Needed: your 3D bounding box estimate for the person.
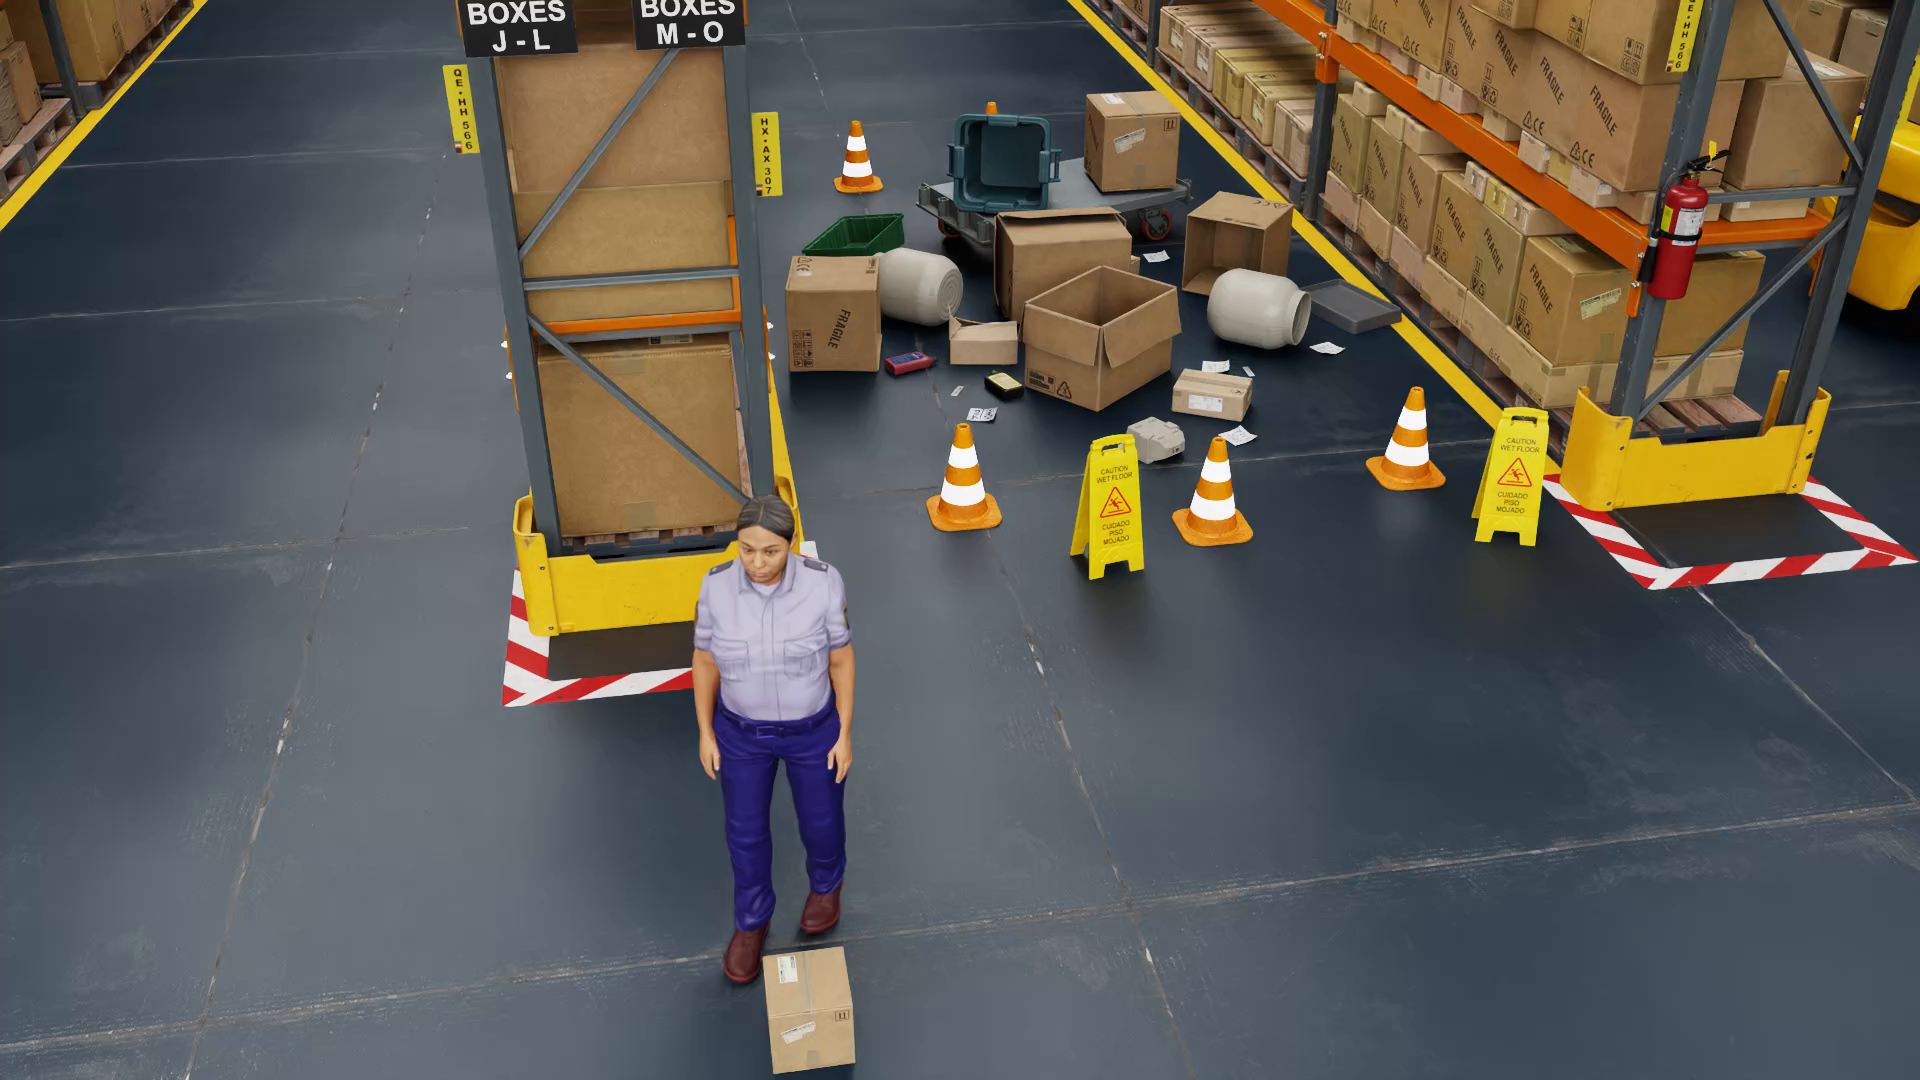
[{"bbox_3d":[-0.566,0.596,5.130,0.494,1.656,0.503,1,31,1],"label":"person"}]
